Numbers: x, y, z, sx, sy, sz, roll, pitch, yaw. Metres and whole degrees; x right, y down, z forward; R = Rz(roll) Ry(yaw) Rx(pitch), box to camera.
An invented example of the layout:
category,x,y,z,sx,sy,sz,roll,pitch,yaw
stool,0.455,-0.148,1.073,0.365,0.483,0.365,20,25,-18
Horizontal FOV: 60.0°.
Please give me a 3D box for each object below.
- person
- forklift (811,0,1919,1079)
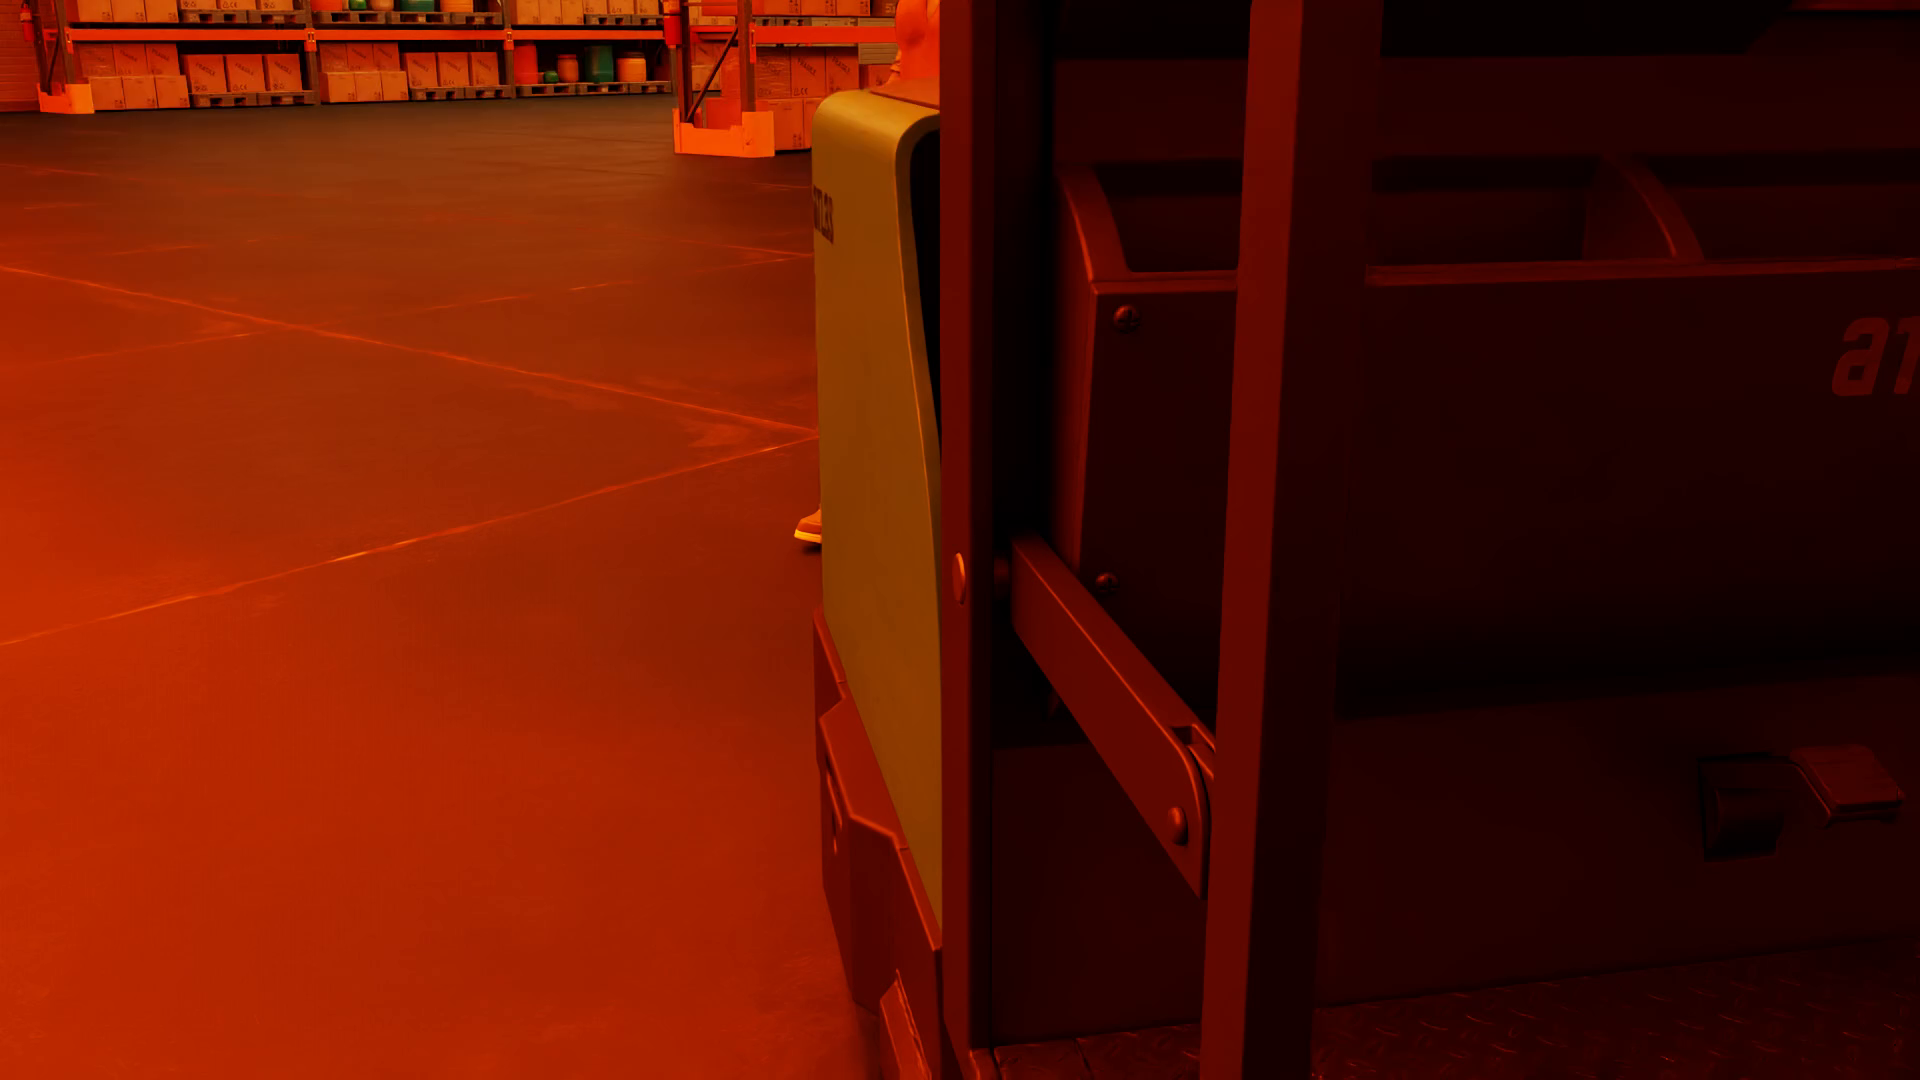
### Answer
category,x,y,z,sx,sy,sz,roll,pitch,yaw
person,-0.058,-0.757,3.661,0.521,1.599,0.473,13,21,37
forklift,0.576,-0.619,0.937,1.130,2.935,3.031,-3,17,-11
